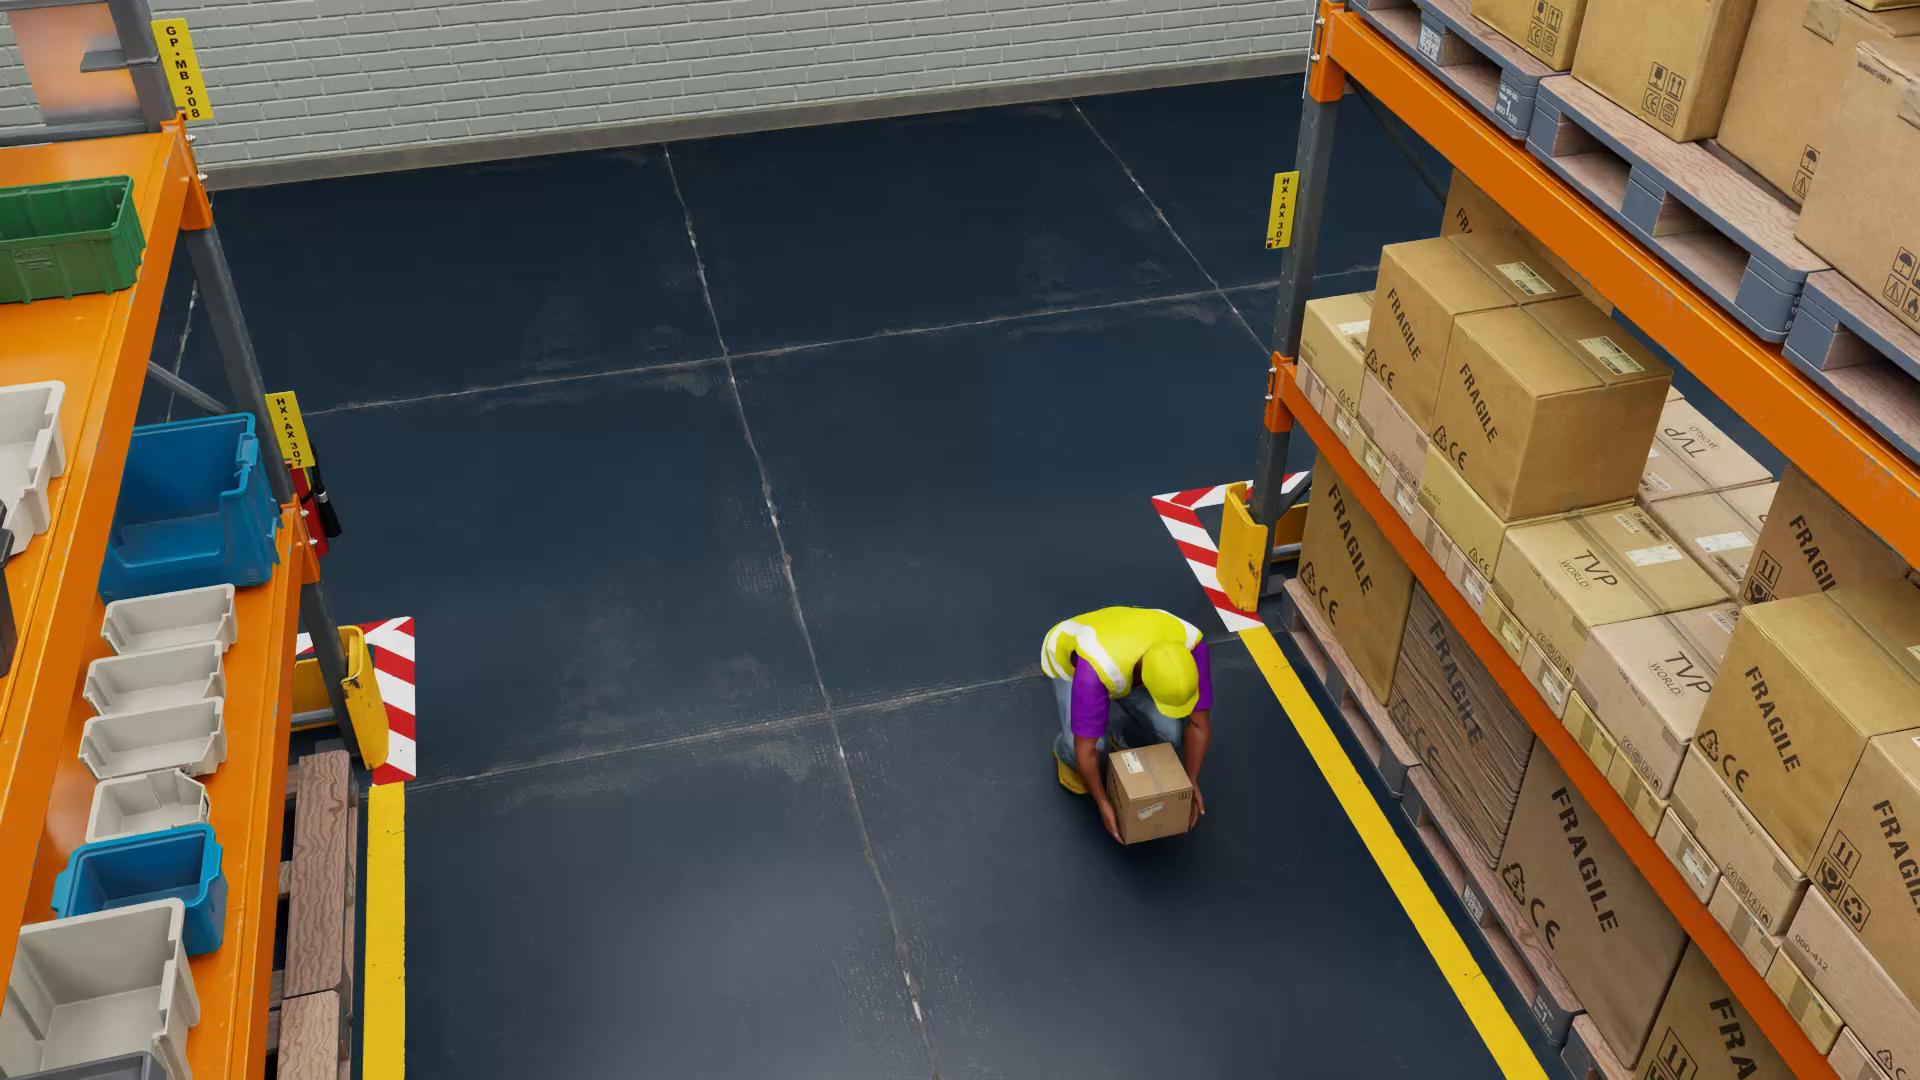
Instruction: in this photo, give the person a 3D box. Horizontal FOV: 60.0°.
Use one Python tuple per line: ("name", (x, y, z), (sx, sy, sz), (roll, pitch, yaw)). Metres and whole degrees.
("person", (0.663, 0.620, 6.529), (0.585, 1.000, 0.901), (-9, 39, -12))
